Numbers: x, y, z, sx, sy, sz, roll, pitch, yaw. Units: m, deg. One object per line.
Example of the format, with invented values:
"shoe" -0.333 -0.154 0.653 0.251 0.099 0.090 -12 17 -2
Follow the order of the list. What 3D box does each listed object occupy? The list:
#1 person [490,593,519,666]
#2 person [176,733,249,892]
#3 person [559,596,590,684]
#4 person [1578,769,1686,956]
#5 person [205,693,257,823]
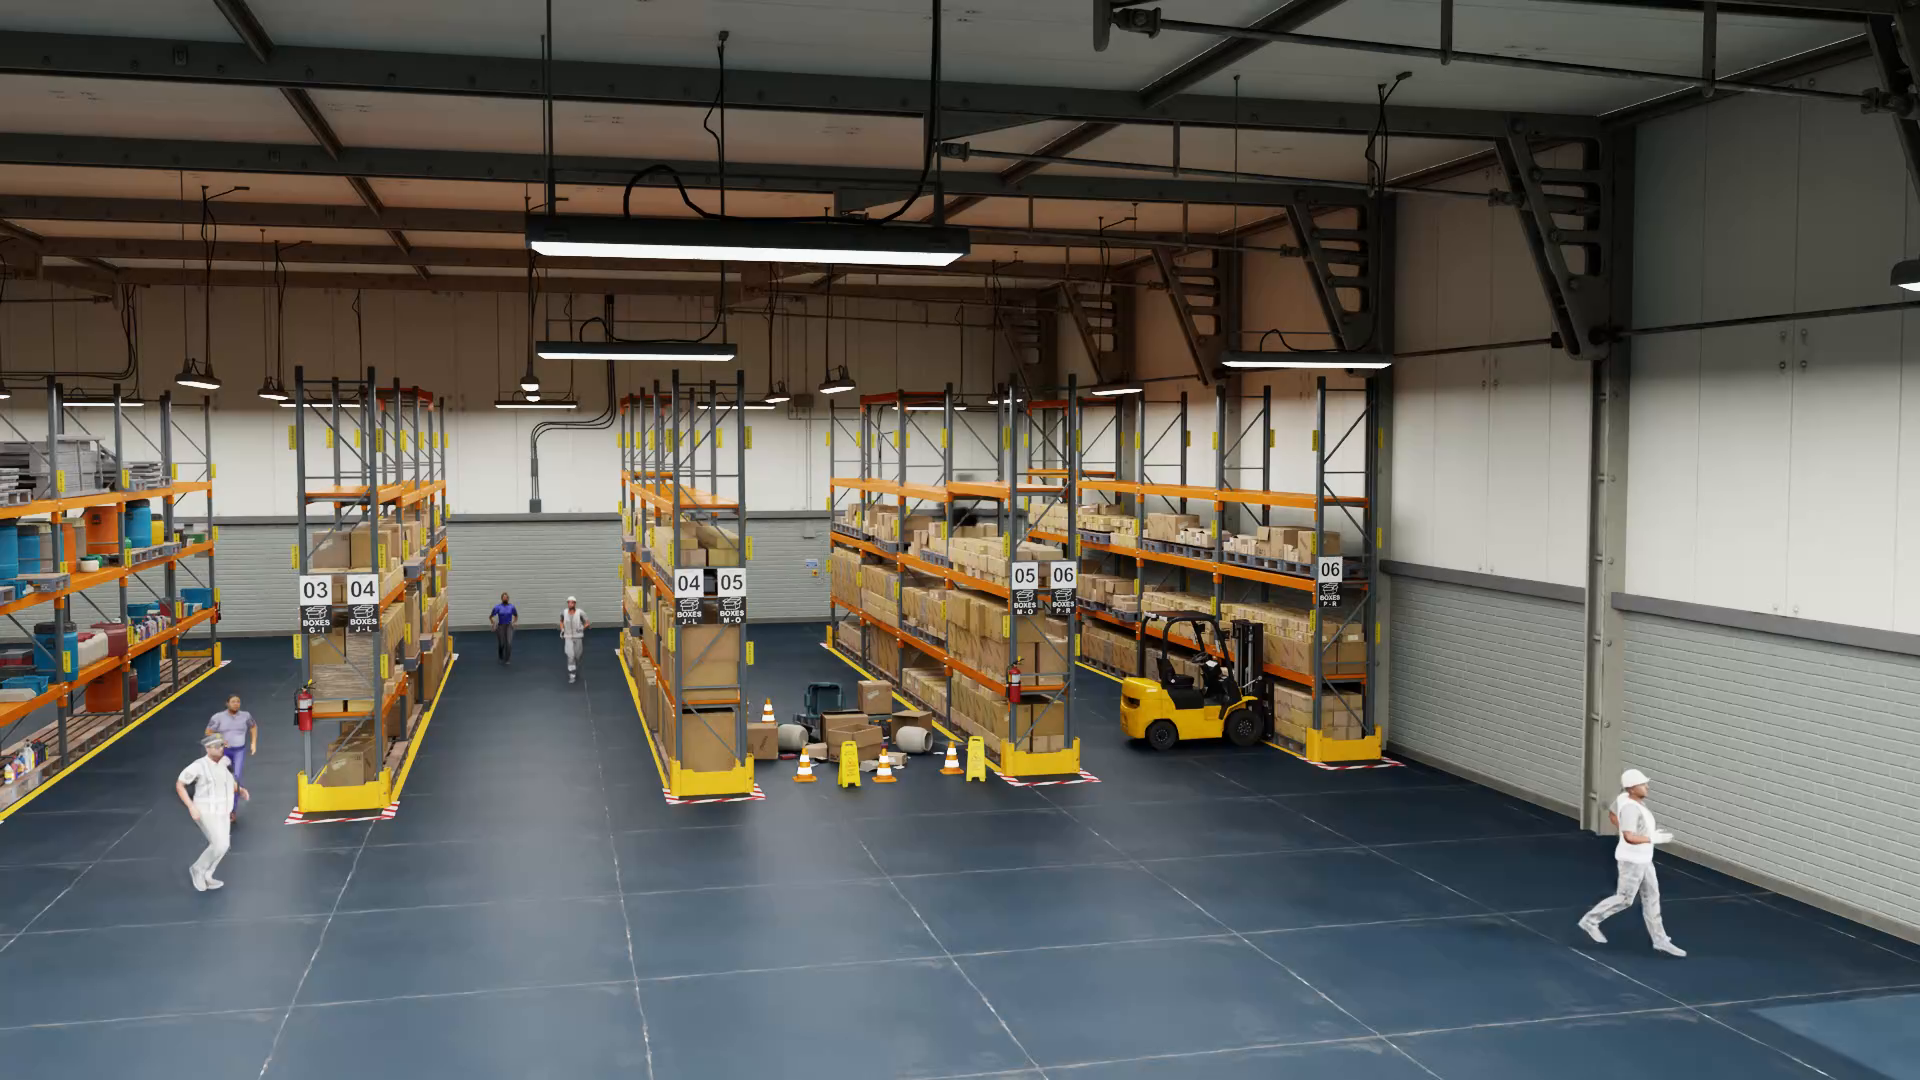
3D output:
"person" -10.168 1.983 37.139 0.615 1.613 0.581 -2 4 -25
"person" -8.265 3.018 18.527 0.617 1.756 0.667 1 4 16
"person" -8.006 2.057 34.517 0.643 1.788 0.881 0 3 -8
"person" 6.546 3.118 16.164 0.978 1.787 0.682 2 4 30
"person" -9.682 2.869 22.124 0.658 1.634 0.854 -2 4 -30
